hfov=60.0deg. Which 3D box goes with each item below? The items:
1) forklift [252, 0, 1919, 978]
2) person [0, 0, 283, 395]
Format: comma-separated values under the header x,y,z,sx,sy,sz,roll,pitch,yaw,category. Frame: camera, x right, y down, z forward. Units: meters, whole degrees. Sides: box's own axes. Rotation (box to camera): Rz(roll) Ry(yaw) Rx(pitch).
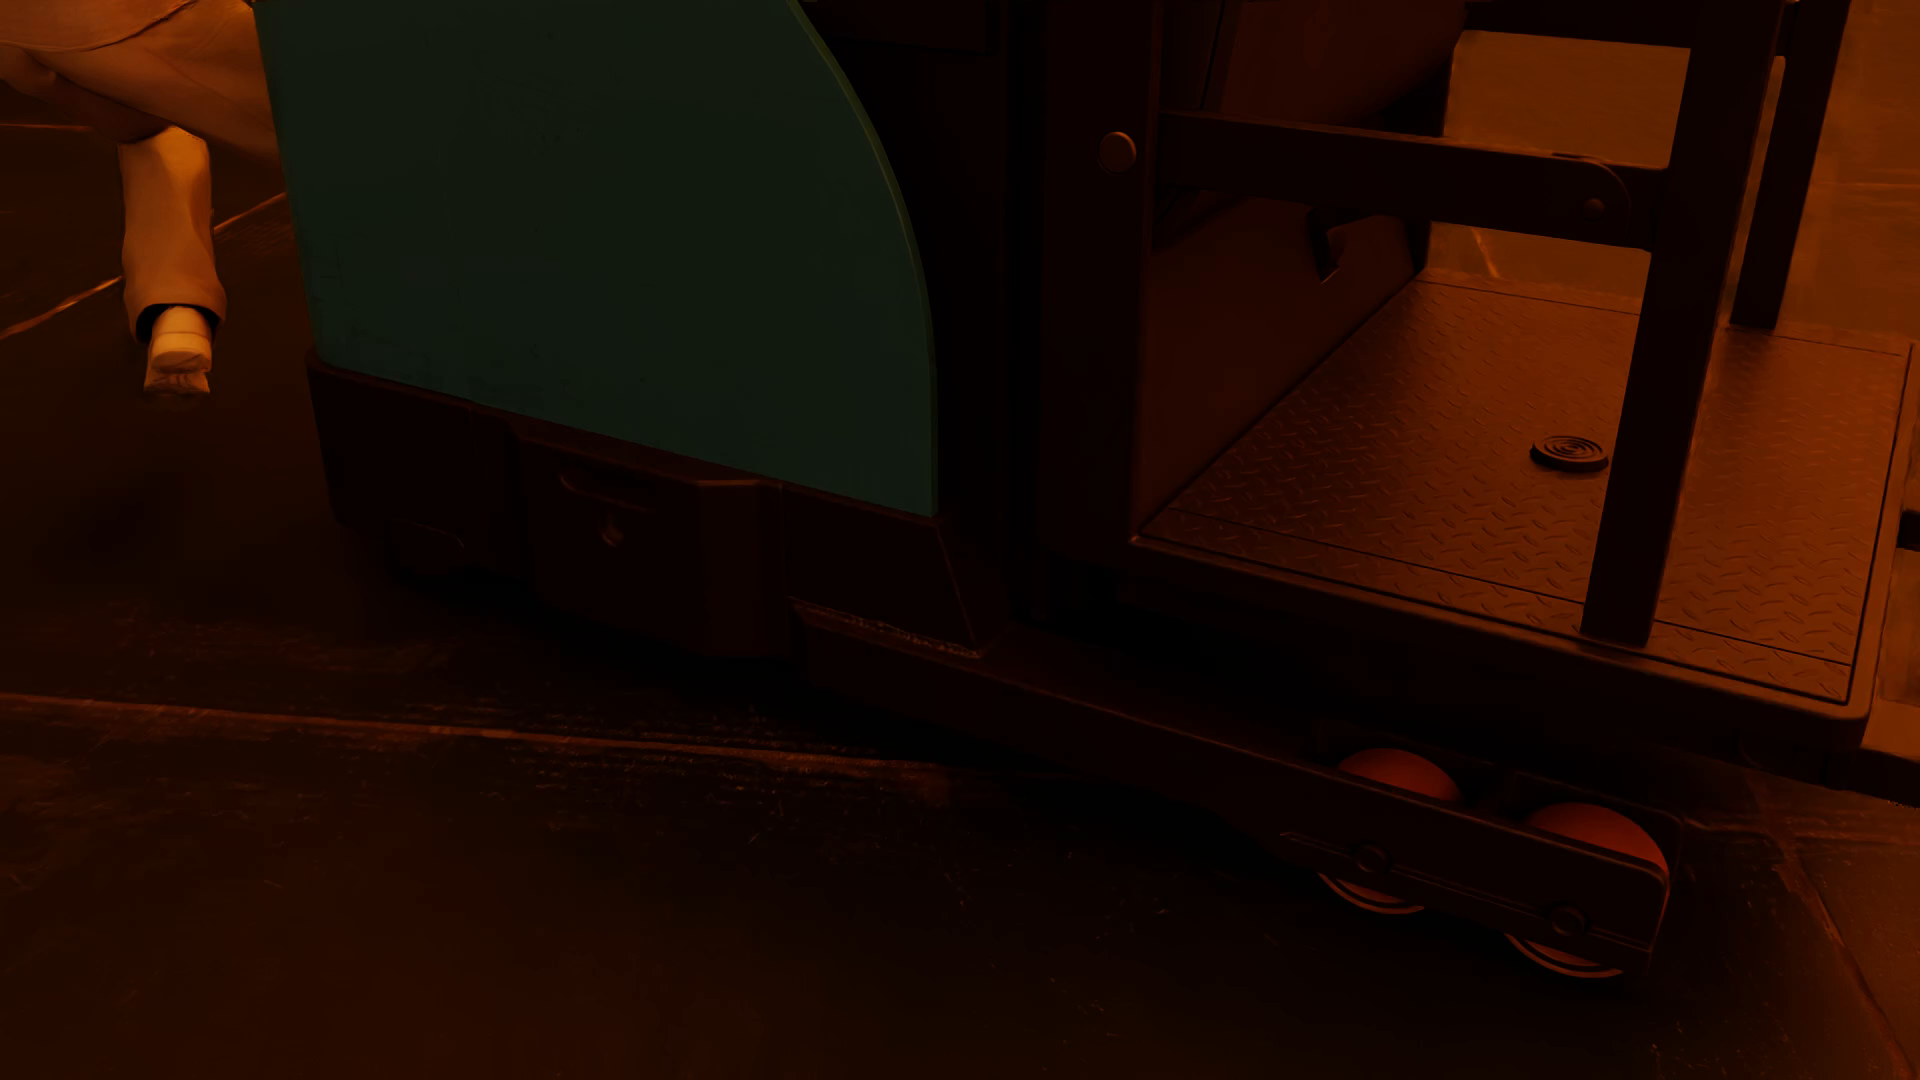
x,y,z,sx,sy,sz,roll,pitch,yaw,category
0.616,-1.154,1.529,3.031,2.935,1.130,14,30,26,forklift
-1.117,-0.812,2.448,0.706,1.499,0.668,8,28,15,person
